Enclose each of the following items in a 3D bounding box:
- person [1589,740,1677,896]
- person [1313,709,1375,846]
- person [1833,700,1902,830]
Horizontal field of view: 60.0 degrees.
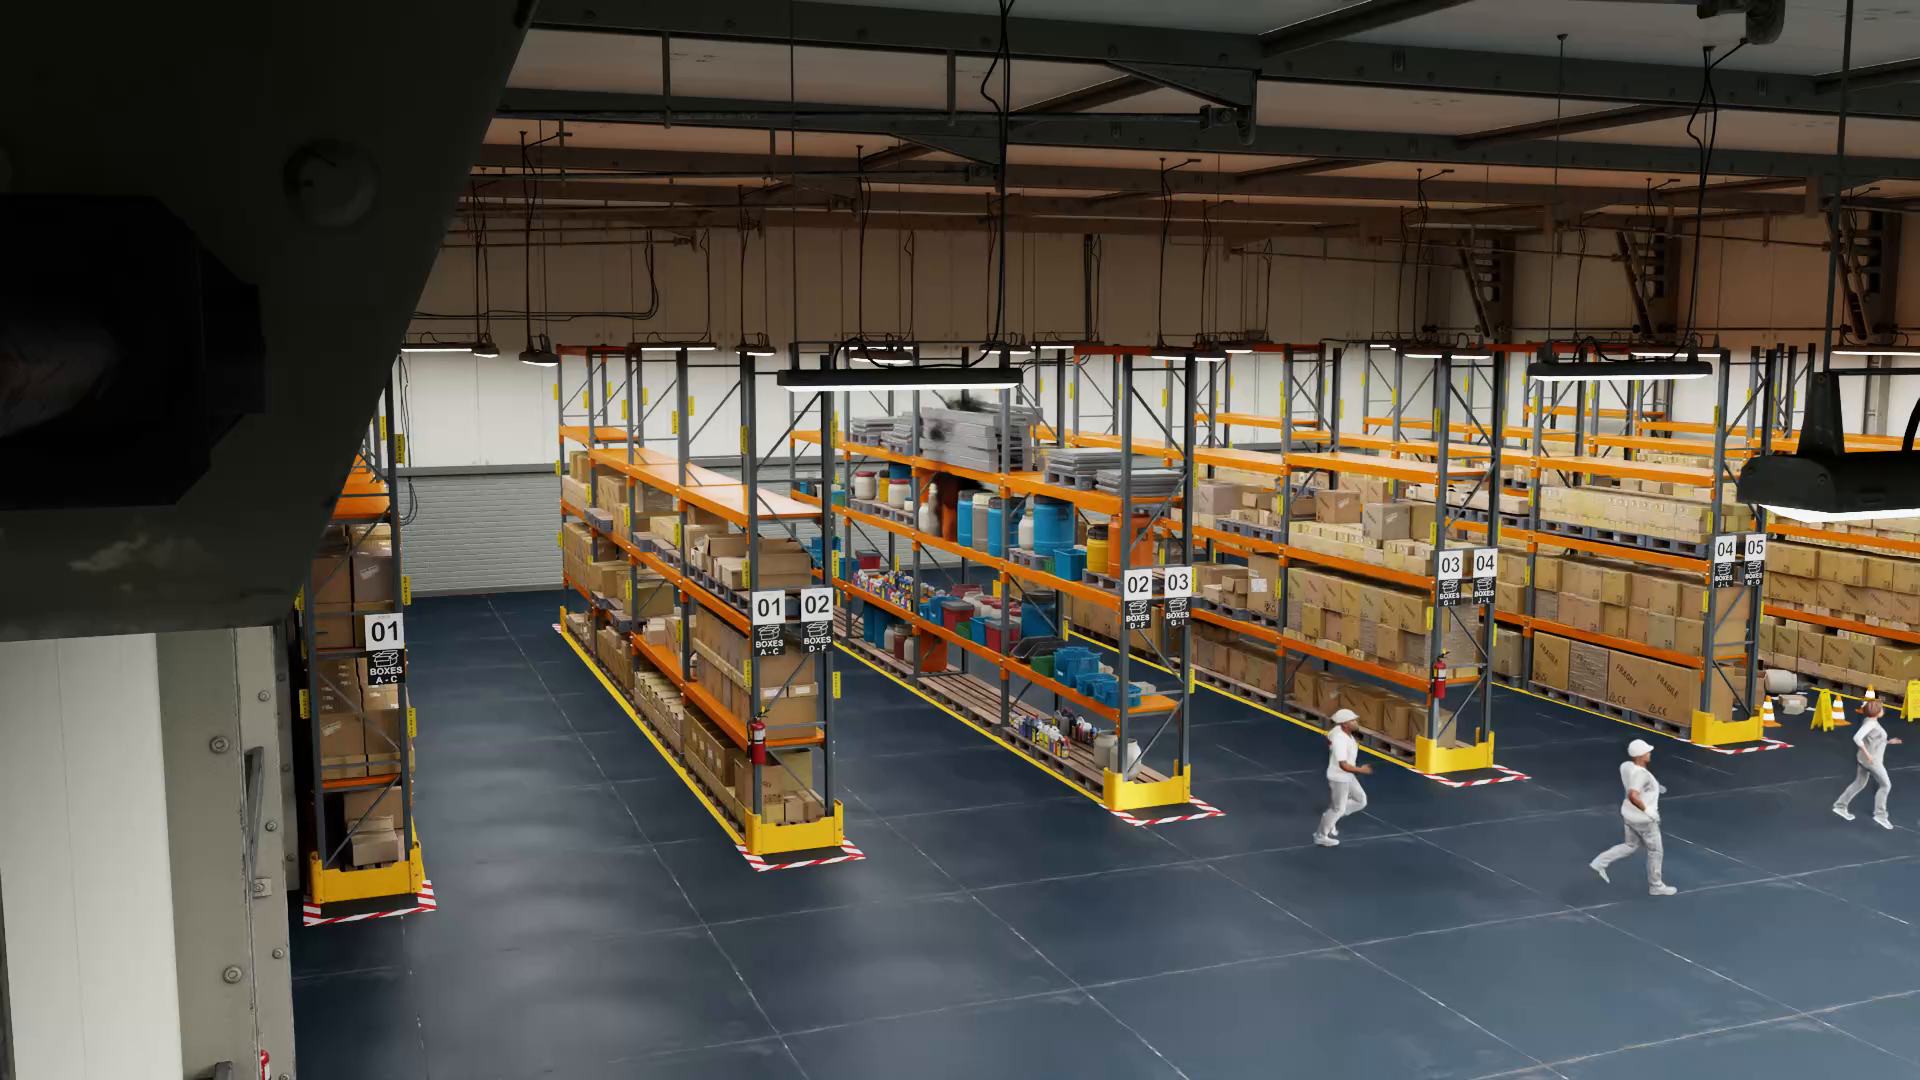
[{"bbox_3d":[7.569,3.097,18.578,0.946,1.763,0.696,0,7,0],"label":"person"},{"bbox_3d":[4.710,2.893,20.344,0.718,1.712,0.724,2,8,19],"label":"person"},{"bbox_3d":[11.569,2.849,21.178,0.722,1.643,0.511,2,8,16],"label":"person"}]
